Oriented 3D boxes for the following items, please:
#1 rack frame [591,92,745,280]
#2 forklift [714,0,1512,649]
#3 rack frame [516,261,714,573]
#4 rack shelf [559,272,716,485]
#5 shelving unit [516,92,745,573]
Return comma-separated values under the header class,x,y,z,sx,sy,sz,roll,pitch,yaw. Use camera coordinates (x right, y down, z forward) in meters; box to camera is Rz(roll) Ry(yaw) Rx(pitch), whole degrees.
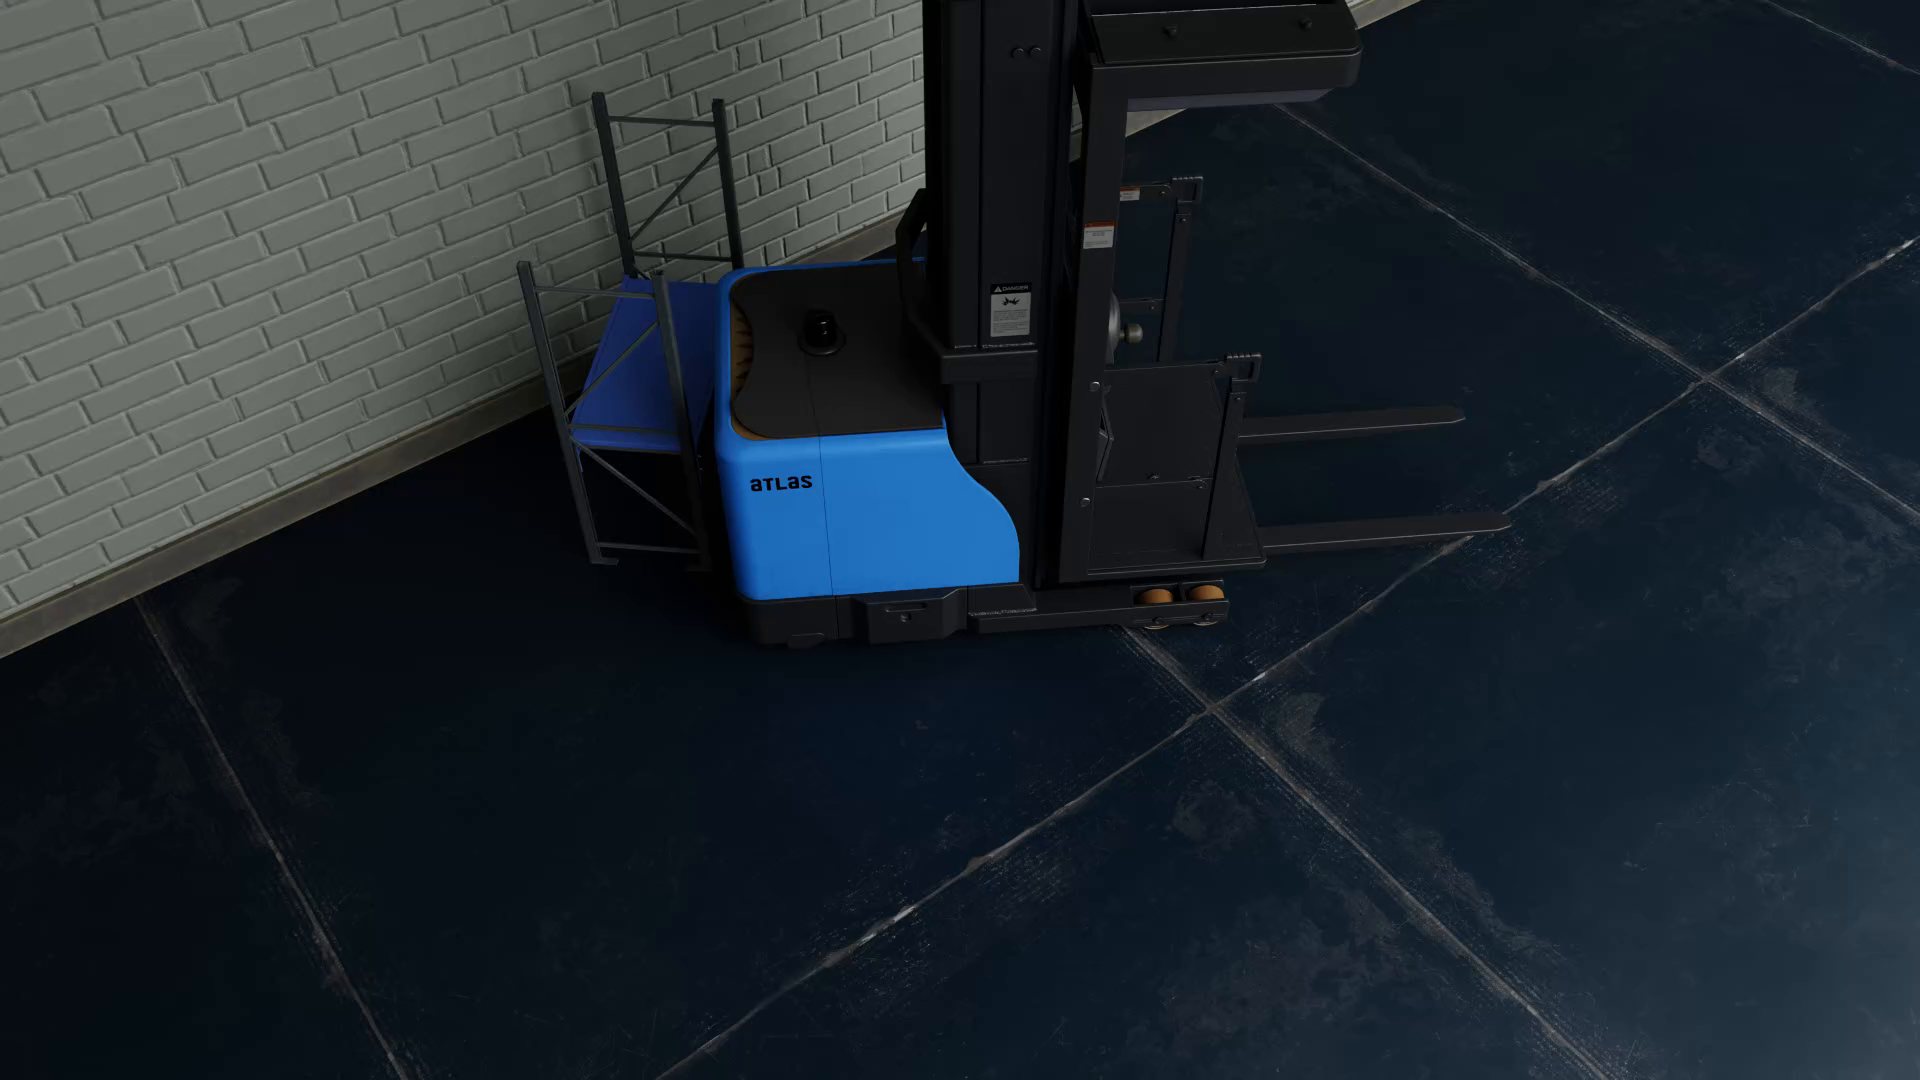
class,x,y,z,sx,sy,sz,roll,pitch,yaw
rack frame,-1.132,-1.153,6.781,0.500,1.500,0.032,4,48,4
forklift,0.620,-1.028,5.703,3.031,2.935,1.130,-4,48,-4
rack frame,-1.232,-0.403,6.102,0.500,1.500,0.032,4,48,4
rack shelf,-1.182,-0.657,6.575,0.538,0.185,1.000,4,48,4
shelving unit,-1.182,-0.778,6.442,0.538,1.500,1.048,4,48,4
